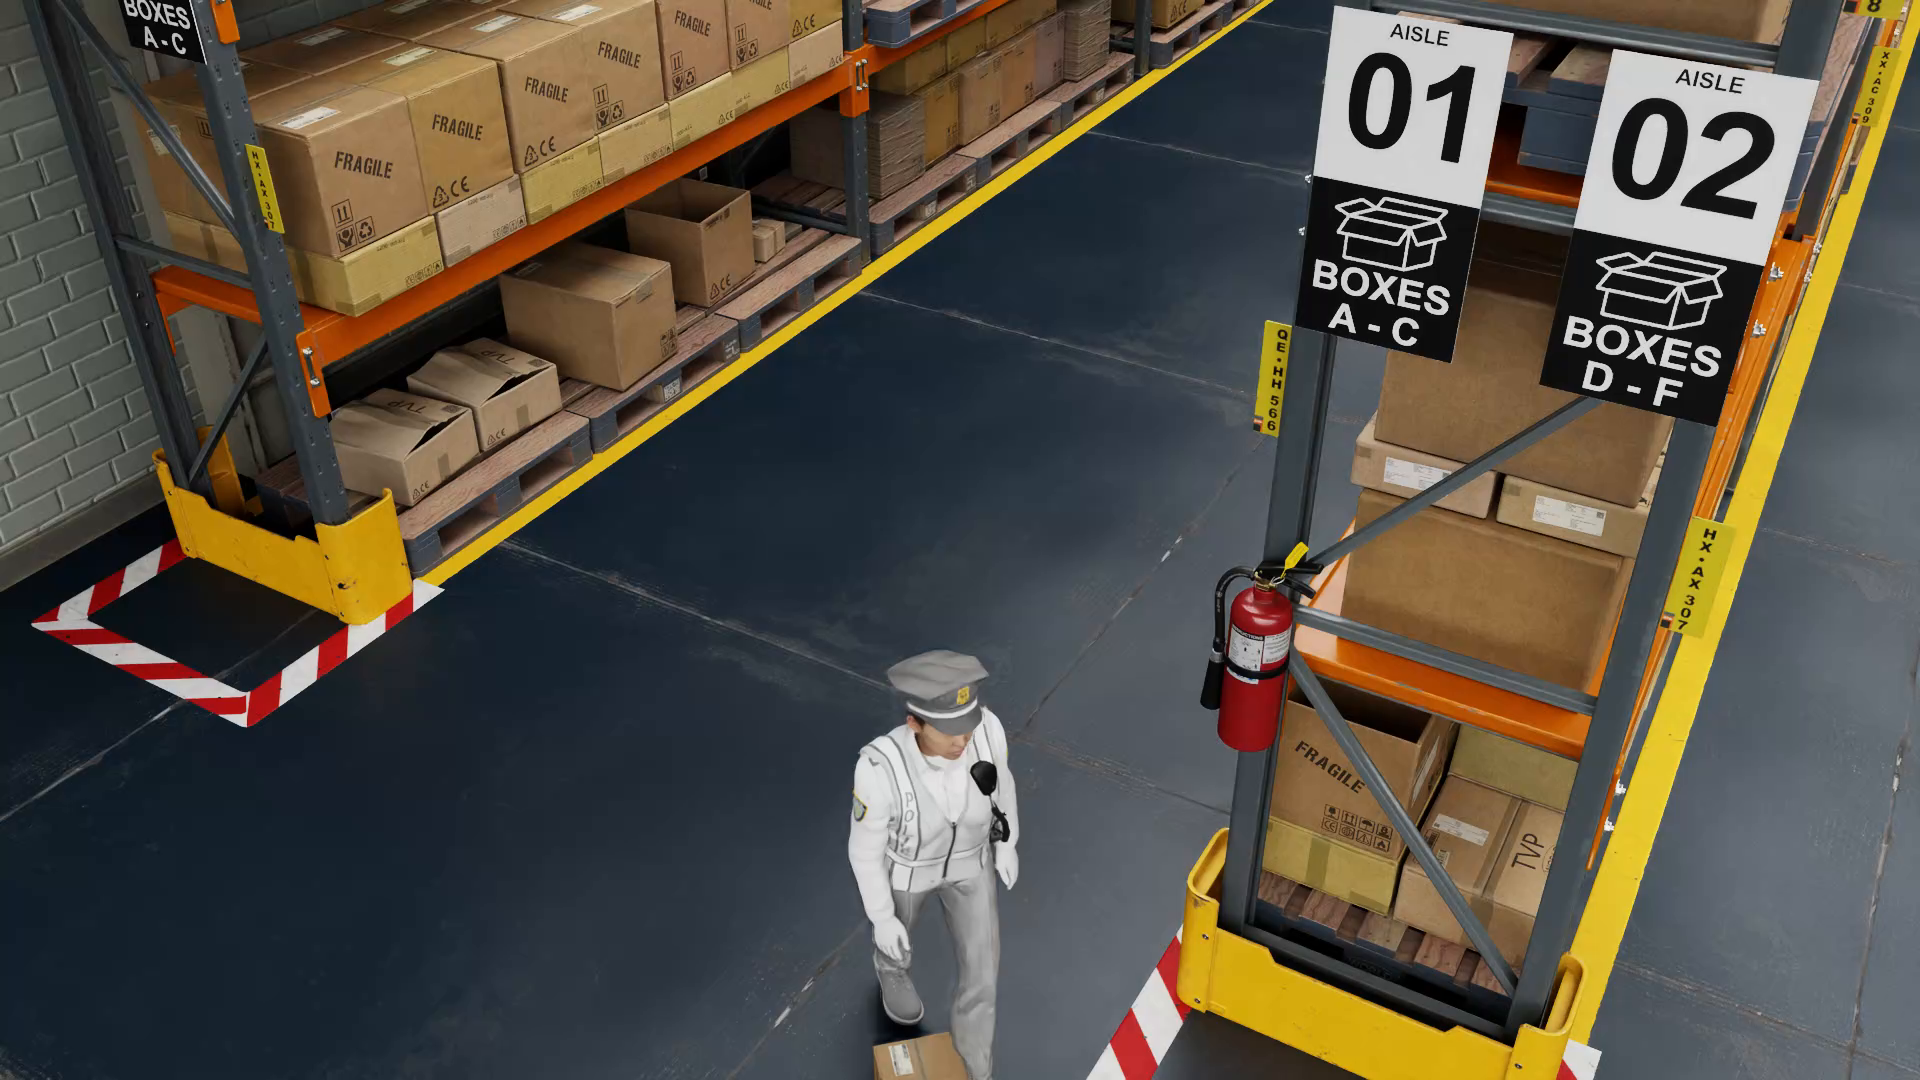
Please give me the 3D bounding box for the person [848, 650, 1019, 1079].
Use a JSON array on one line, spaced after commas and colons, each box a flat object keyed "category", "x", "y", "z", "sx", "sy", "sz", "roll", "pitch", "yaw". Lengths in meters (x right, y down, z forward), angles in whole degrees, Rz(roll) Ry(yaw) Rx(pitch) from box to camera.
[{"category": "person", "x": -0.063, "y": 0.953, "z": 4.733, "sx": 0.531, "sy": 1.634, "sz": 0.849, "roll": -11, "pitch": 36, "yaw": -16}]
